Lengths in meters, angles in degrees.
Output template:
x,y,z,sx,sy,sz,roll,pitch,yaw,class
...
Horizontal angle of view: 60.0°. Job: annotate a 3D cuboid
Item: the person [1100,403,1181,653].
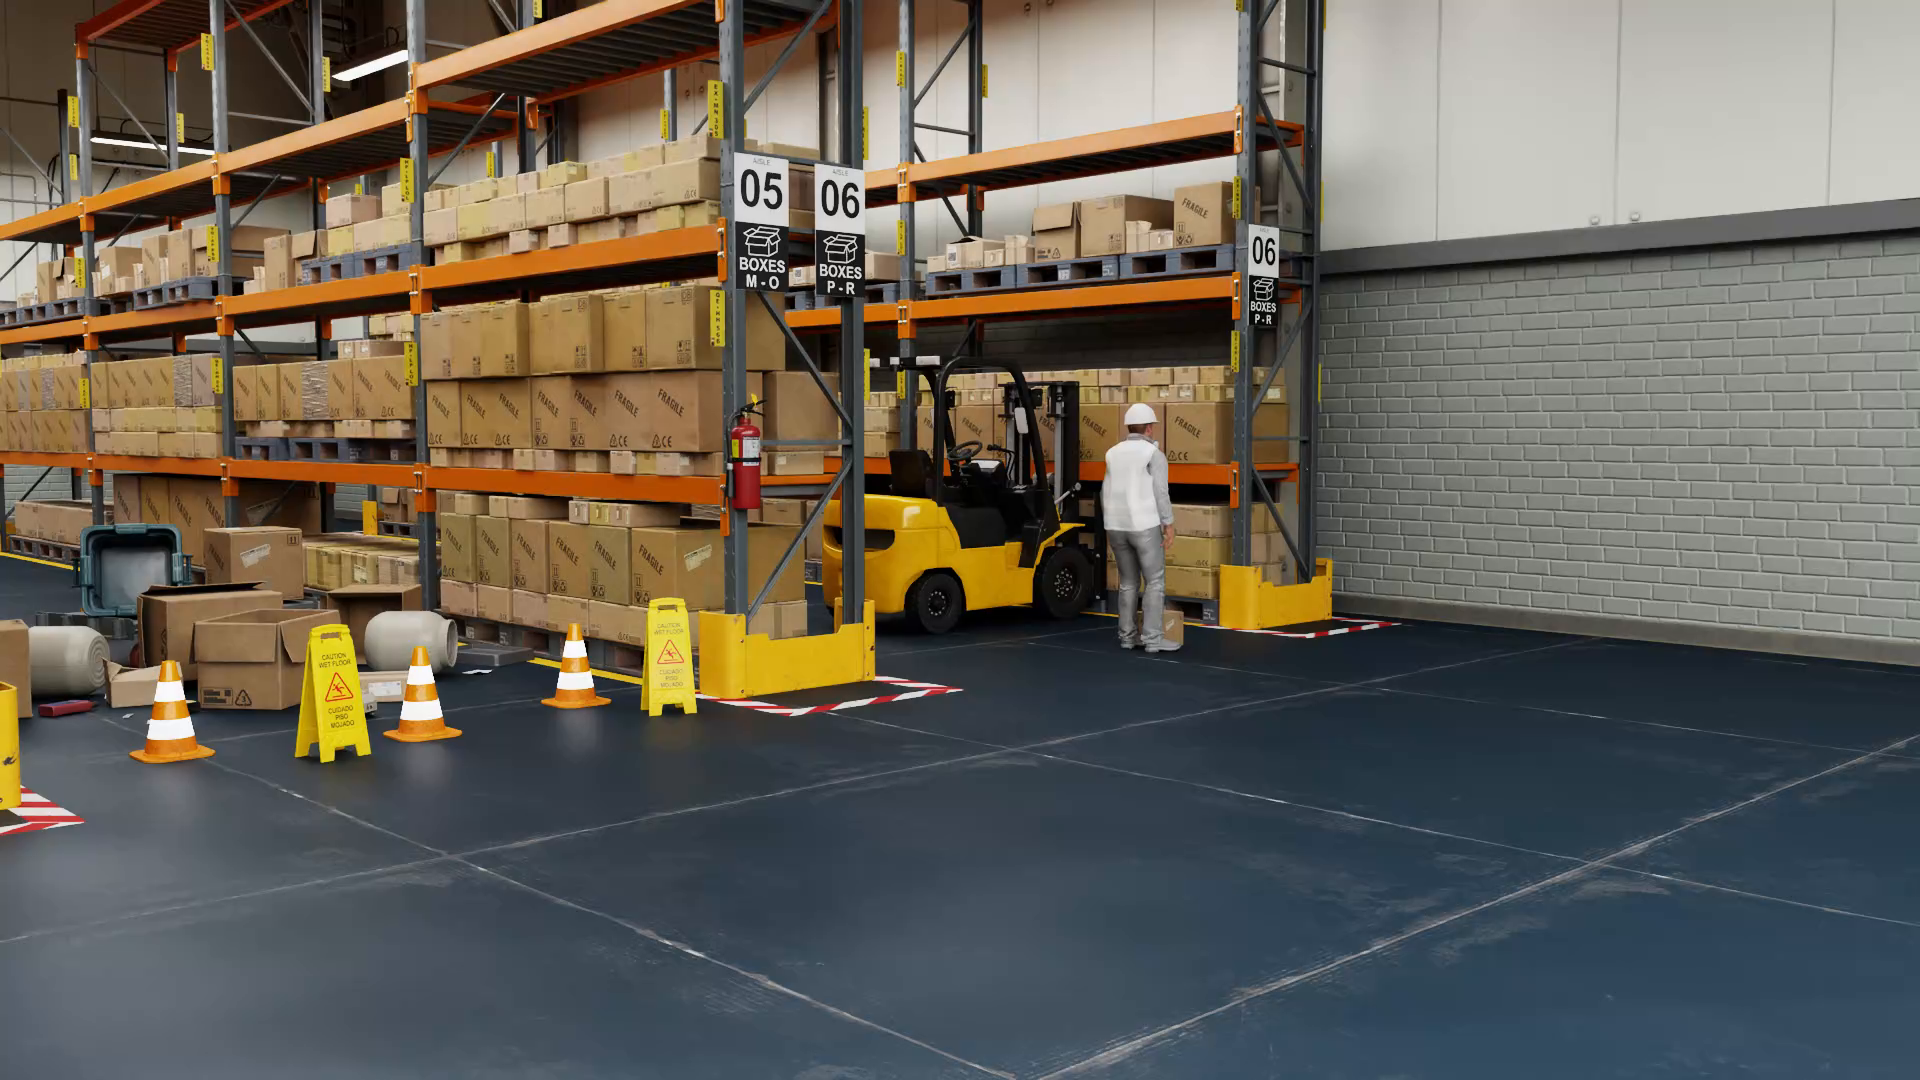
x,y,z,sx,sy,sz,roll,pitch,yaw,class
1.282,-0.097,11.991,0.593,1.773,0.467,4,5,43,person
